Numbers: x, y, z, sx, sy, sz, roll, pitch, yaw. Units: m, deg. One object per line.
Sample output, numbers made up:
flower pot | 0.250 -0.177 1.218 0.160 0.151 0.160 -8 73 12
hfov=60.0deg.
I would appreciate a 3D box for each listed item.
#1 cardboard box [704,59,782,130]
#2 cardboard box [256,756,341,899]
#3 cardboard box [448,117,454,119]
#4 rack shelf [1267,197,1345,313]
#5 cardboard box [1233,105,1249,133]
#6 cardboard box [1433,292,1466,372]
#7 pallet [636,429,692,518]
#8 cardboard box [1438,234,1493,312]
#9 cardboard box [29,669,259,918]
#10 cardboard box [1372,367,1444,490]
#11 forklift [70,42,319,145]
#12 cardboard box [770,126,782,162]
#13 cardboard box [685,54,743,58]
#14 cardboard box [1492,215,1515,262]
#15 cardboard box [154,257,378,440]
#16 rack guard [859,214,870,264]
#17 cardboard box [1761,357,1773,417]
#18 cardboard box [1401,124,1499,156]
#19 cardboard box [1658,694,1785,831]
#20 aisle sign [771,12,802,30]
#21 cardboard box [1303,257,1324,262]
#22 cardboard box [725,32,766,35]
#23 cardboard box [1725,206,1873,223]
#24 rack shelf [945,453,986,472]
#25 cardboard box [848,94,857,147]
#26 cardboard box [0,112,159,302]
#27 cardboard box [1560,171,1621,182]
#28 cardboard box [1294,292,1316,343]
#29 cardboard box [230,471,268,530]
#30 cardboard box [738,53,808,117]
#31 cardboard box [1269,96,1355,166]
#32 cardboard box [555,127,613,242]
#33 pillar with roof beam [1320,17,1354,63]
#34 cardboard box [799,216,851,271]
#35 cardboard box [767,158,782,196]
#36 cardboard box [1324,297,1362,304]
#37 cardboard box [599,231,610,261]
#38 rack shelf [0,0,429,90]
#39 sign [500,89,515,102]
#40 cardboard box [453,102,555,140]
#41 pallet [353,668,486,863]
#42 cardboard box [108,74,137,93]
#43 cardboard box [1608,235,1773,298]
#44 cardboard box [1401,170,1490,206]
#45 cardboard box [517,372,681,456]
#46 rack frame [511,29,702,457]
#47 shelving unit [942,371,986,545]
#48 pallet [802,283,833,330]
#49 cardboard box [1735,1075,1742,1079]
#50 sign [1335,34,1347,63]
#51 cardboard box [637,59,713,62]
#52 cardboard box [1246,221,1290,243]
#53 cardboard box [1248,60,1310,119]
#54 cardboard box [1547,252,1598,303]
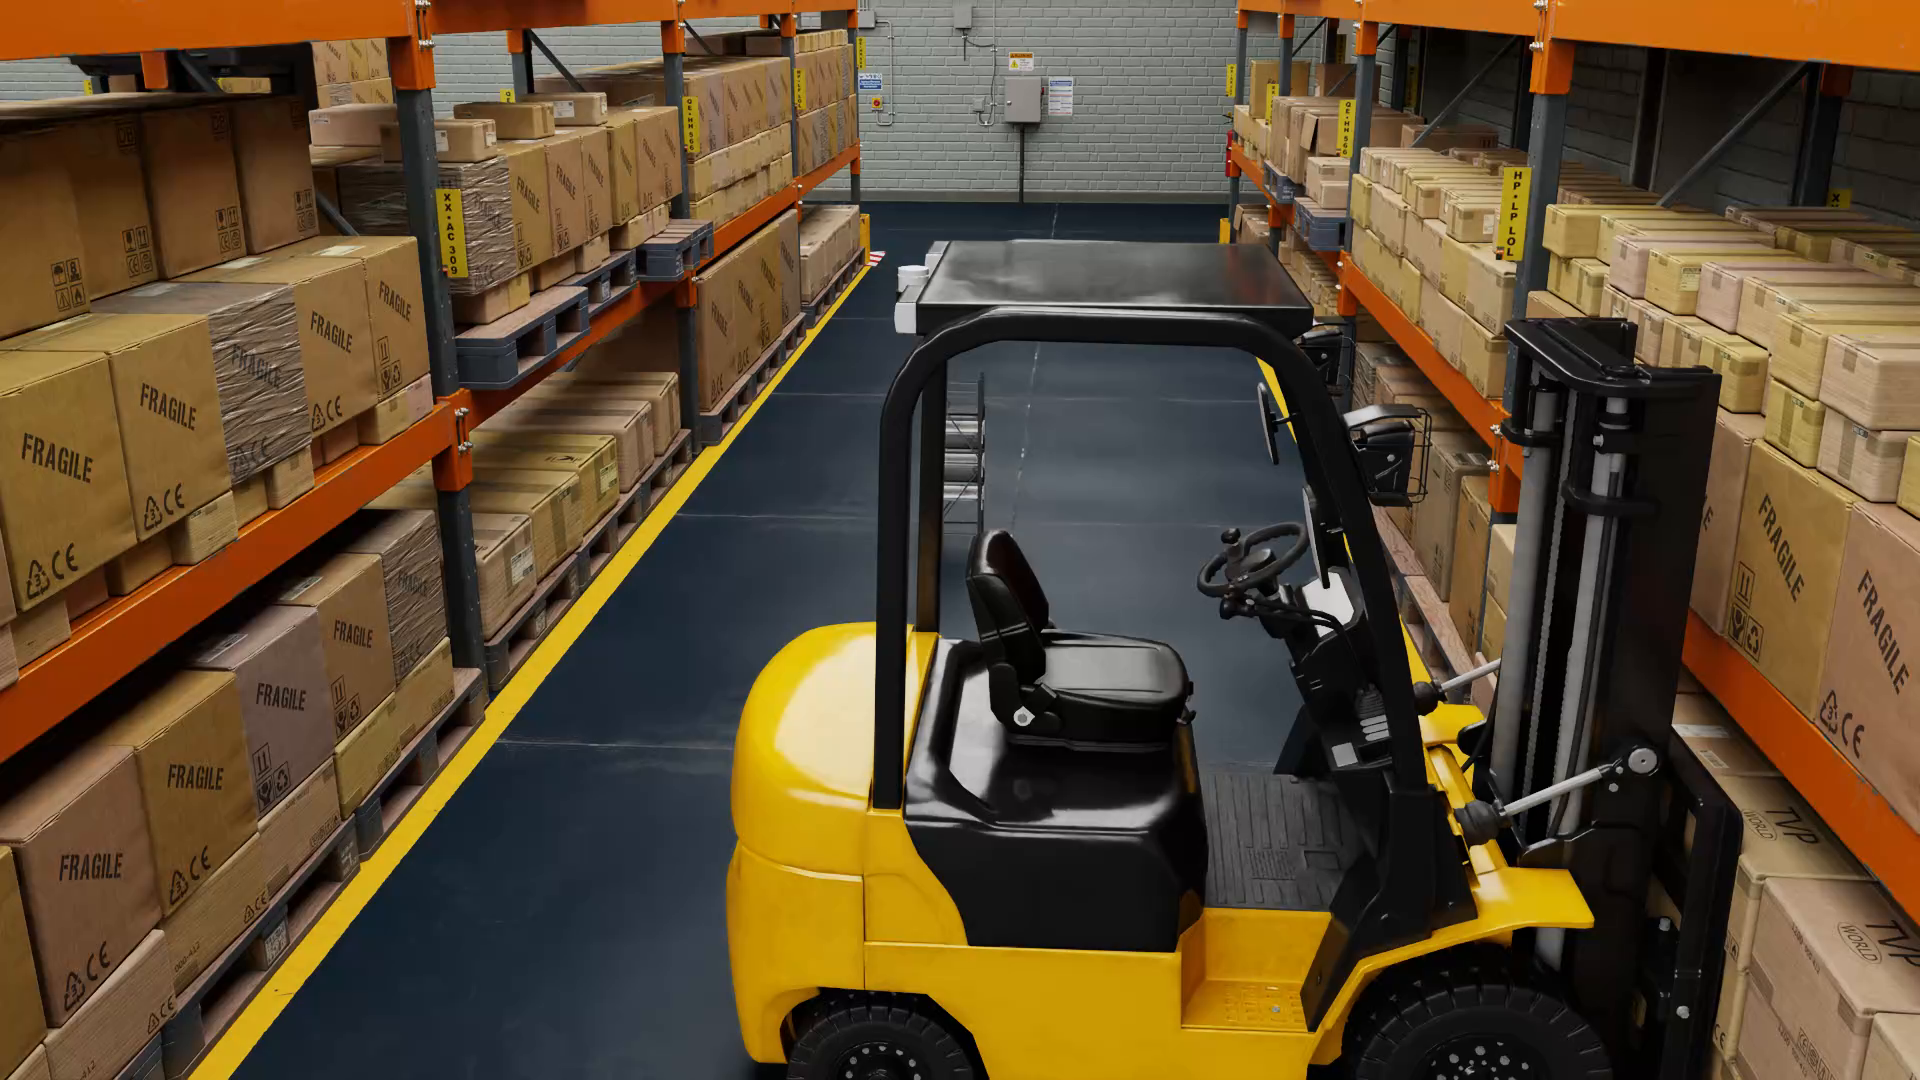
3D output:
cardboard box | -1.680 -3.445 12.854 0.500 0.500 0.500 2 18 5
cardboard box | -2.286 0.877 5.171 0.500 0.250 0.500 2 18 5
cardboard box | -2.449 -2.077 9.133 0.500 0.500 0.500 2 18 7
rack shelf | 2.939 -2.155 11.838 1.077 0.370 4.000 1 18 4
cardboard box | 3.068 -4.296 16.978 0.500 0.250 0.500 1 18 4
cardboard box | 2.314 -0.881 7.035 0.500 0.250 0.500 1 18 4
pallet | -2.213 -0.418 9.859 1.003 0.211 1.213 1 18 4
cardboard box | 2.318 -1.118 6.955 0.500 0.250 0.500 1 18 2
cardboard box | -2.317 0.680 4.567 0.500 0.500 0.500 2 18 5
cardboard box | 2.698 -0.550 8.925 0.875 0.625 0.625 2 18 6
forklift | -4.731 -2.084 10.575 1.130 2.935 3.031 2 18 6
cardboard box | -1.687 -3.096 12.993 0.500 0.250 0.500 2 18 5
cardboard box | -2.111 -3.903 14.251 0.500 0.500 0.500 1 18 3
cardboard box | 2.312 -1.181 6.507 0.380 0.149 0.250 1 18 3
cardboard box | -2.257 -0.628 5.385 0.500 0.500 0.500 2 18 6
rack guard | -1.581 -3.290 18.160 1.175 0.500 0.348 1 18 4
cardboard box | 2.143 -0.335 3.927 0.380 0.149 0.250 1 18 4
cardboard box | 2.988 -2.279 10.227 0.500 0.500 0.500 2 18 7
cardboard box | 2.045 0.618 4.356 0.500 0.250 0.500 1 18 3
aisle sign | -1.866 -5.734 17.431 0.394 0.787 0.004 1 18 4
cardboard box | 2.835 -2.079 12.750 0.380 0.149 0.250 1 18 3
cardboard box | -2.007 -4.634 15.439 0.380 0.149 0.250 1 18 4
cardboard box | 2.787 -1.025 5.553 0.380 0.149 0.250 1 18 4
rack shelf | 0.001 -0.398 8.801 0.258 0.077 0.200 1 18 4
cardboard box | -1.353 -4.362 17.257 0.500 0.500 0.500 1 18 4
cardboard box | -2.812 -0.962 4.797 0.700 0.500 0.500 1 18 3
cardboard box | 3.008 -1.727 8.173 0.380 0.149 0.250 1 18 3
cardboard box | 2.711 -1.503 12.033 0.500 0.500 0.500 1 18 2
cardboard box | -2.279 -0.123 4.884 0.380 0.149 0.250 1 18 3
cardboard box | -1.593 -3.893 14.220 0.500 0.500 0.500 1 18 4
cardboard box | 2.824 -3.220 13.098 0.700 0.500 0.500 2 18 5
cardboard box | -2.012 -1.739 8.101 0.500 0.500 0.500 1 18 2
pillar with roof beam | 0.167 -8.125 19.266 9.100 9.000 0.400 1 18 4
cardboard box | -1.587 -2.960 16.581 0.875 0.438 0.875 2 18 5
cardboard box | -1.688 -2.853 13.055 0.500 0.250 0.500 1 18 3
cardboard box | 2.630 -1.521 11.046 0.380 0.149 0.250 1 18 2
cardboard box | -1.977 -1.476 8.338 0.380 0.149 0.250 1 18 2
rack shelf | -2.586 -1.206 4.123 1.077 0.370 4.000 1 18 4
sign | -2.710 -2.547 10.019 0.100 0.325 0.005 1 18 4
cardboard box | -2.081 -1.918 7.604 0.380 0.149 0.250 2 18 7
pallet | -2.456 0.791 6.169 1.003 0.211 1.213 1 18 4
cardboard box | -7.050 -4.123 14.444 0.500 0.500 0.500 1 18 2
cardboard box | 2.131 -0.798 4.861 0.380 0.149 0.250 2 18 5
cardboard box | 2.397 -1.738 8.208 0.380 0.149 0.250 2 18 5
cardboard box | -2.206 -0.761 9.974 0.950 0.372 0.625 0 18 0
rack frame | -2.156 -1.985 10.165 1.000 3.000 0.127 1 18 4
shelving unit | 0.001 -0.430 8.791 0.258 0.900 0.210 1 18 4
pallet | -1.737 -2.137 15.106 1.003 0.211 1.213 1 18 4
cardboard box | 1.985 1.409 3.548 0.500 0.250 0.500 1 18 4
sign | 3.921 -5.042 17.127 0.100 0.325 0.005 1 18 4
cardboard box | -2.196 -3.462 12.904 0.500 0.500 0.500 1 18 4
cardboard box | 2.993 -2.758 15.862 0.500 0.500 0.500 2 18 5
cardboard box | 2.960 -4.186 15.440 0.500 0.500 0.500 2 18 5
cardboard box | 2.223 -0.896 5.638 0.380 0.149 0.250 1 18 3
